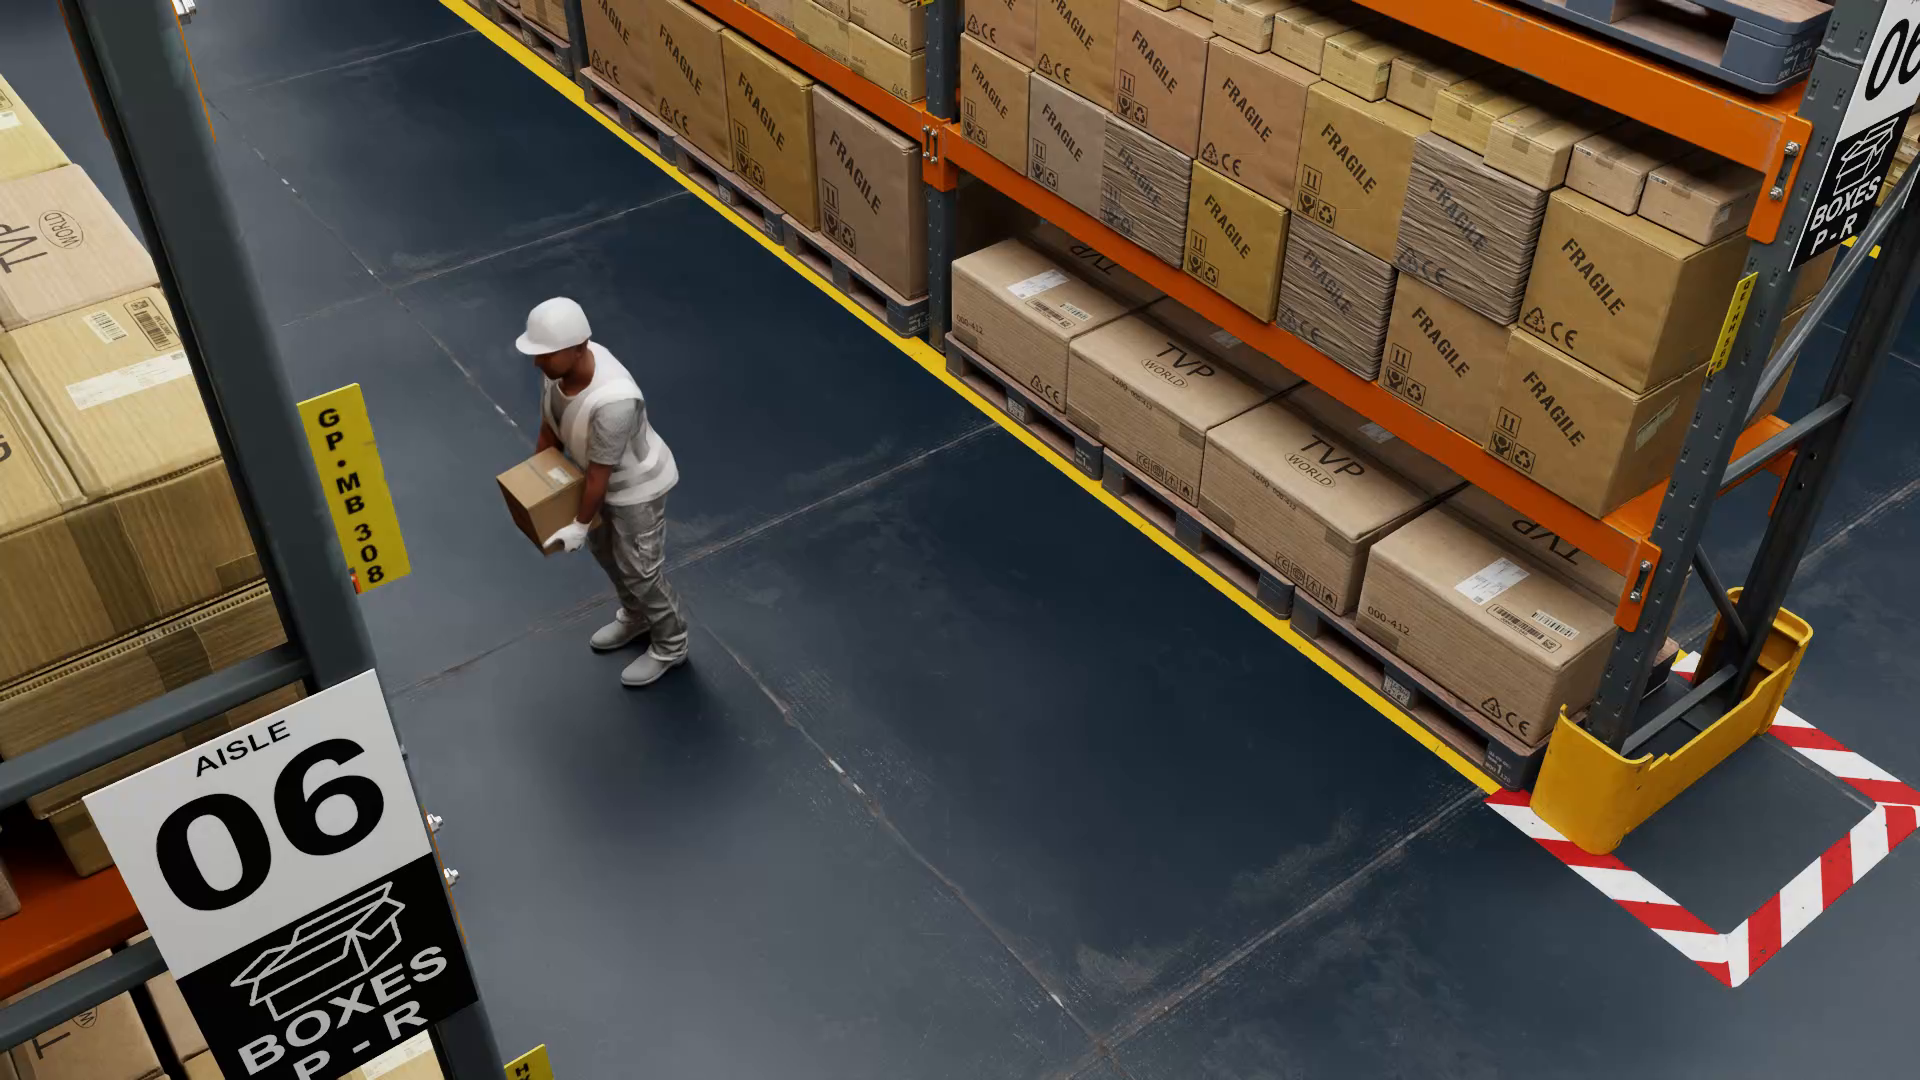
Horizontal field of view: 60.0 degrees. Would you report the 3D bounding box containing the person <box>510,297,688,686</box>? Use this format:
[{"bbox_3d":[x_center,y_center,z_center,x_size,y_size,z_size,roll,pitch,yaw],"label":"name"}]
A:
[{"bbox_3d":[-1.381,-0.171,6.361,0.604,1.761,0.487,-27,47,-29],"label":"person"}]
